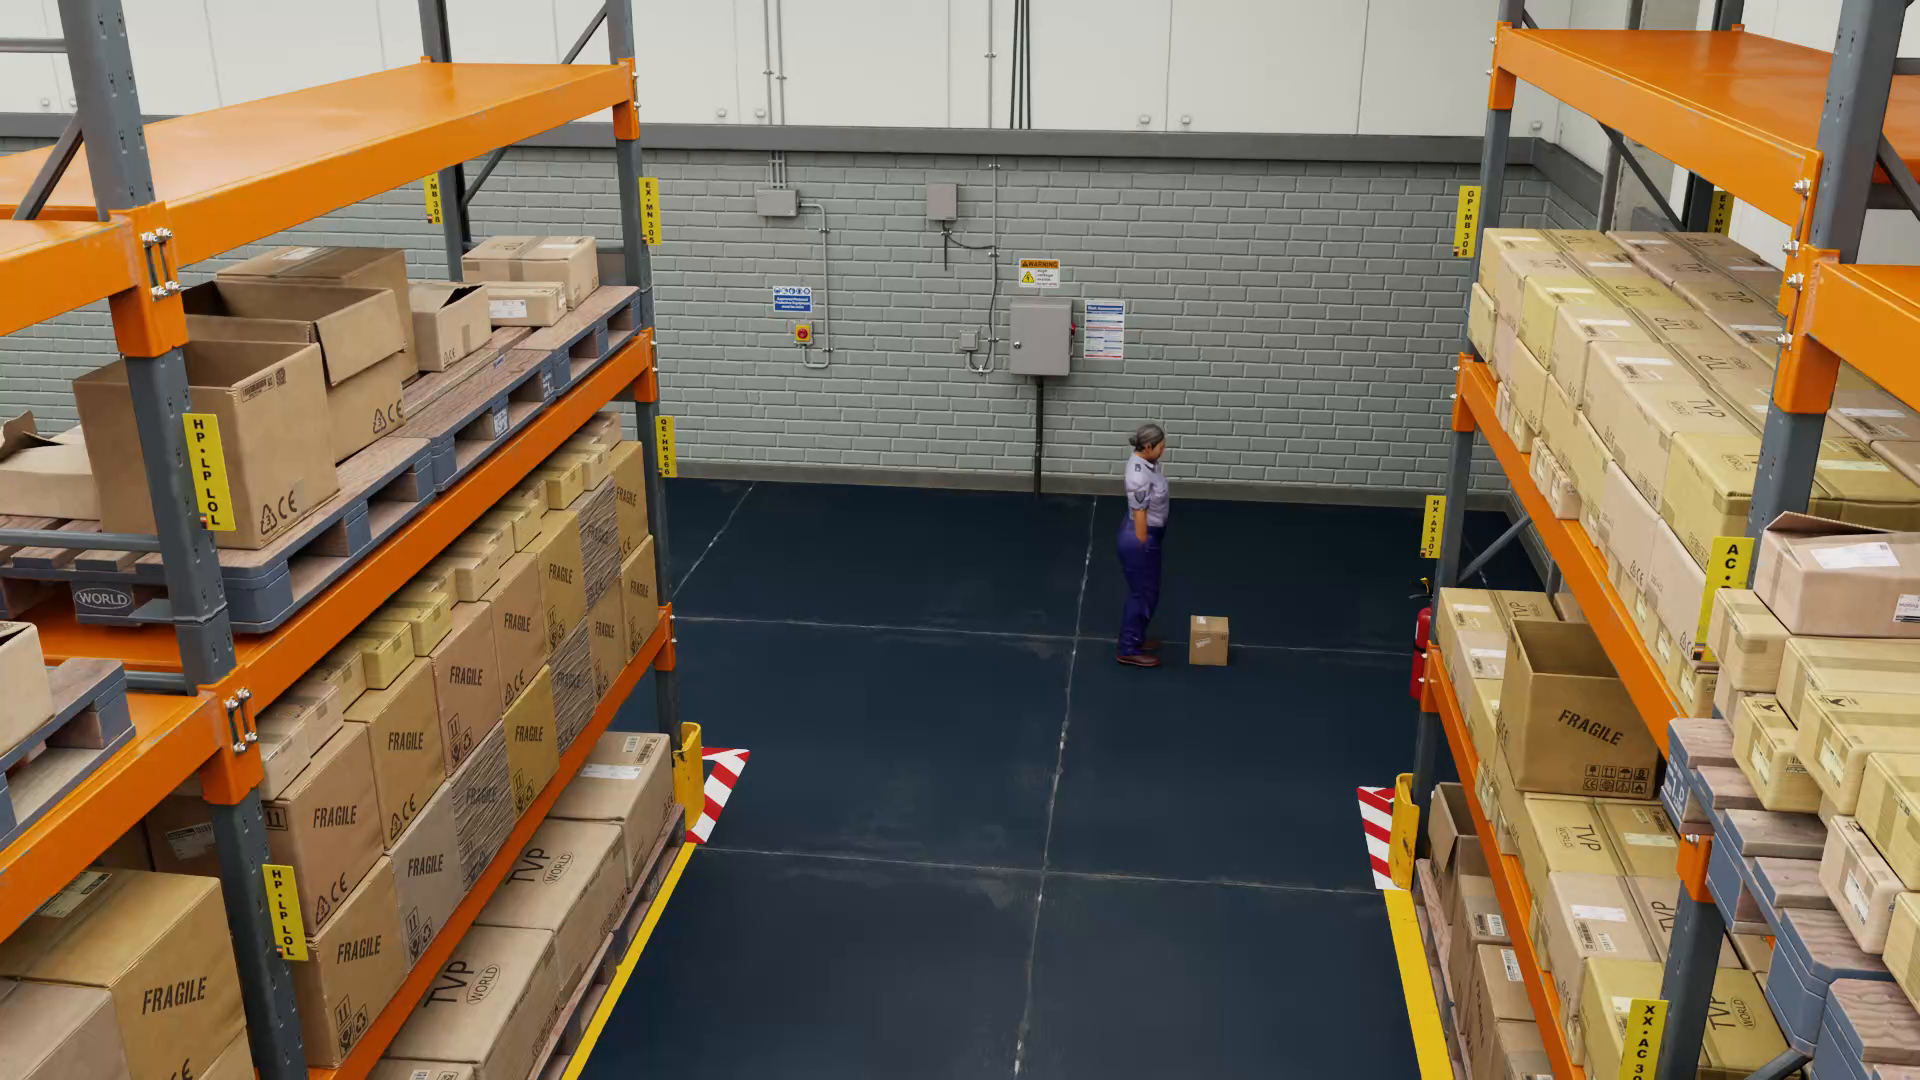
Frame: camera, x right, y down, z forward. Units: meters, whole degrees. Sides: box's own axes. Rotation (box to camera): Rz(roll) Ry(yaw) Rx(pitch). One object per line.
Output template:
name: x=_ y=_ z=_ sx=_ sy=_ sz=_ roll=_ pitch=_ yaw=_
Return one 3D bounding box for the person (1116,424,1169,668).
person: x=1.213 y=0.014 z=11.089 sx=0.339 sy=1.640 sz=0.474 roll=3 pitch=21 yaw=7
